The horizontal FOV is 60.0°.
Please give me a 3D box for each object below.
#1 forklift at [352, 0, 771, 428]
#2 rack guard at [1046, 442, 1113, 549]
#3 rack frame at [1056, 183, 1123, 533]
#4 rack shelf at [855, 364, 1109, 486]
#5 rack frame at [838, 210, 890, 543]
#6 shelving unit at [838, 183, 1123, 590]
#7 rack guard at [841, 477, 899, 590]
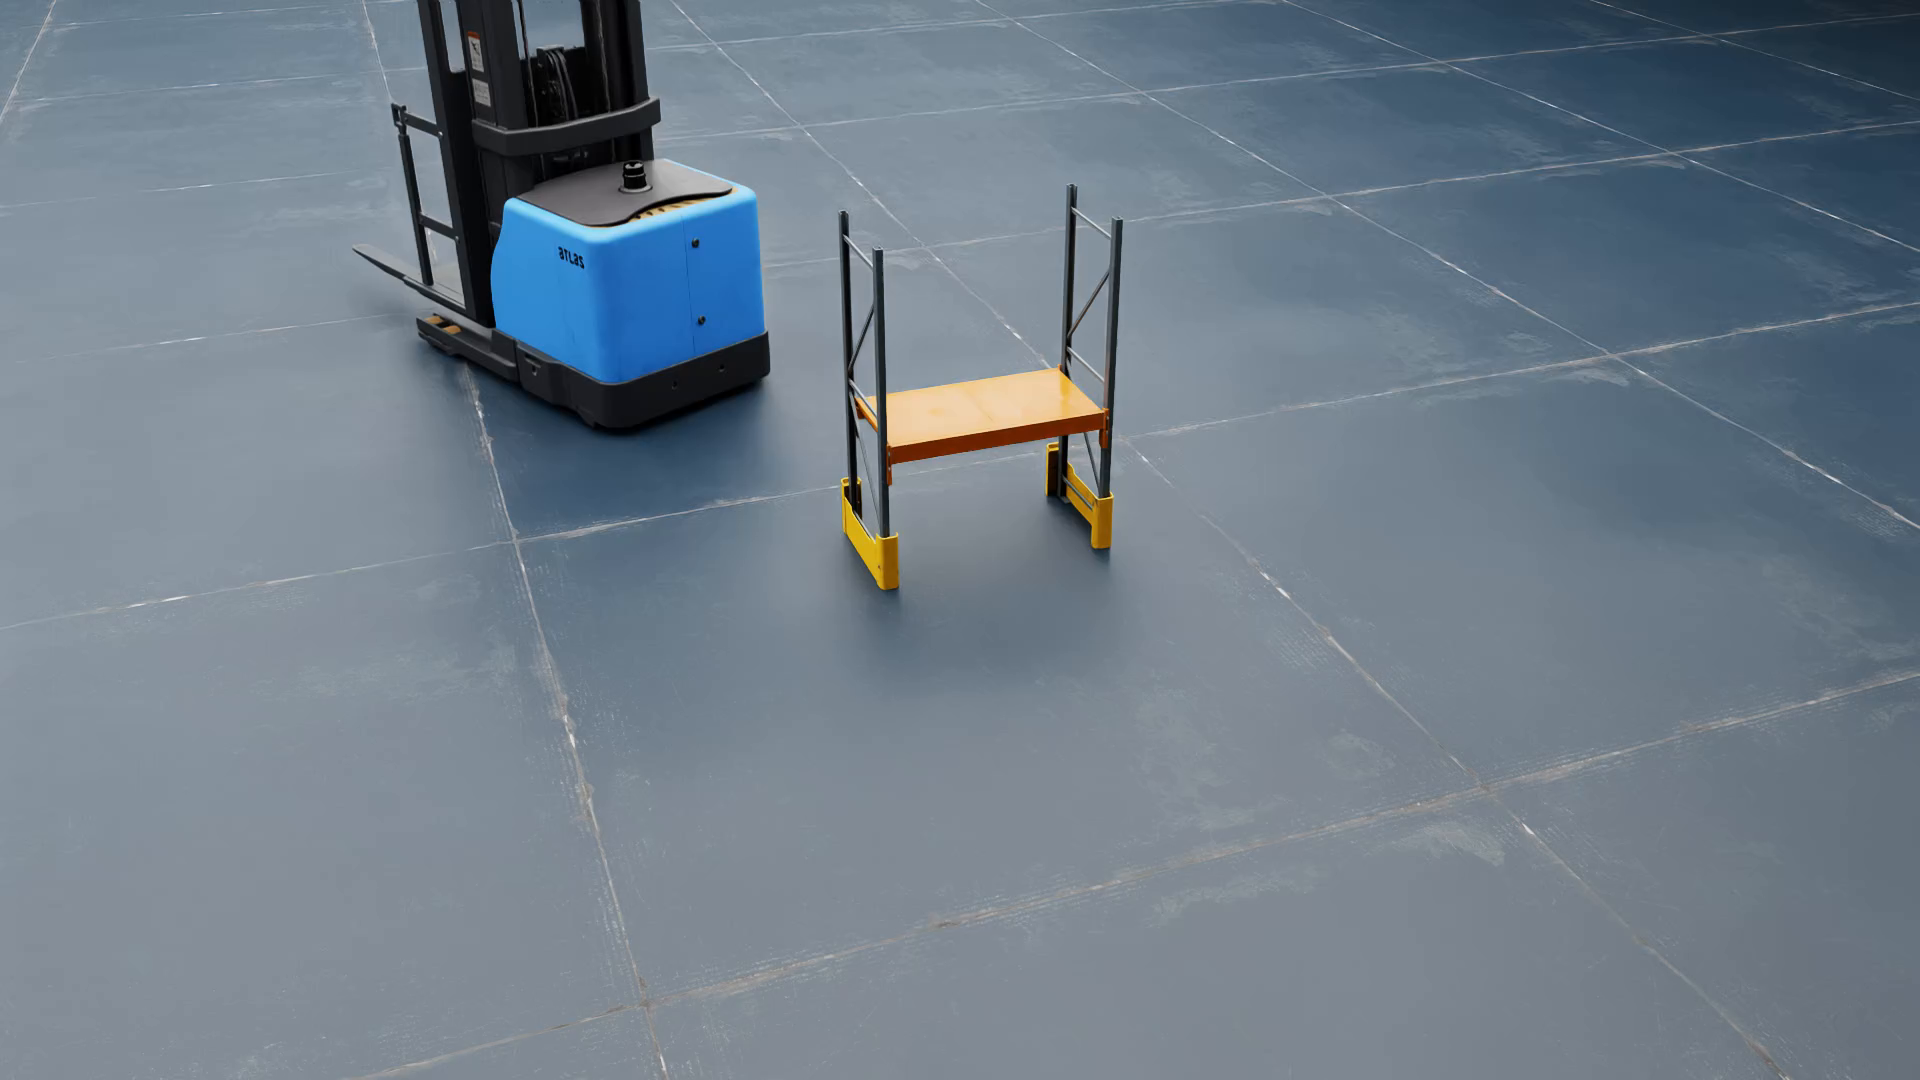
[{"bbox_3d":[-2.410,-2.459,8.813,1.130,2.935,3.031,-26,39,-38],"label":"forklift"},{"bbox_3d":[0.538,-0.208,7.571,0.087,0.250,0.587,-10,31,-18],"label":"rack guard"},{"bbox_3d":[0.556,-0.754,7.267,0.032,1.500,0.500,-10,31,-18],"label":"rack frame"},{"bbox_3d":[0.080,-0.510,7.202,1.000,0.185,0.538,-10,31,-18],"label":"rack shelf"},{"bbox_3d":[-0.396,-0.579,6.959,0.032,1.500,0.500,-10,31,-18],"label":"rack frame"},{"bbox_3d":[0.071,-0.665,7.110,1.083,1.500,0.587,-10,31,-18],"label":"shelving unit"},{"bbox_3d":[-0.395,-0.036,7.269,0.087,0.250,0.587,-10,31,-18],"label":"rack guard"}]
